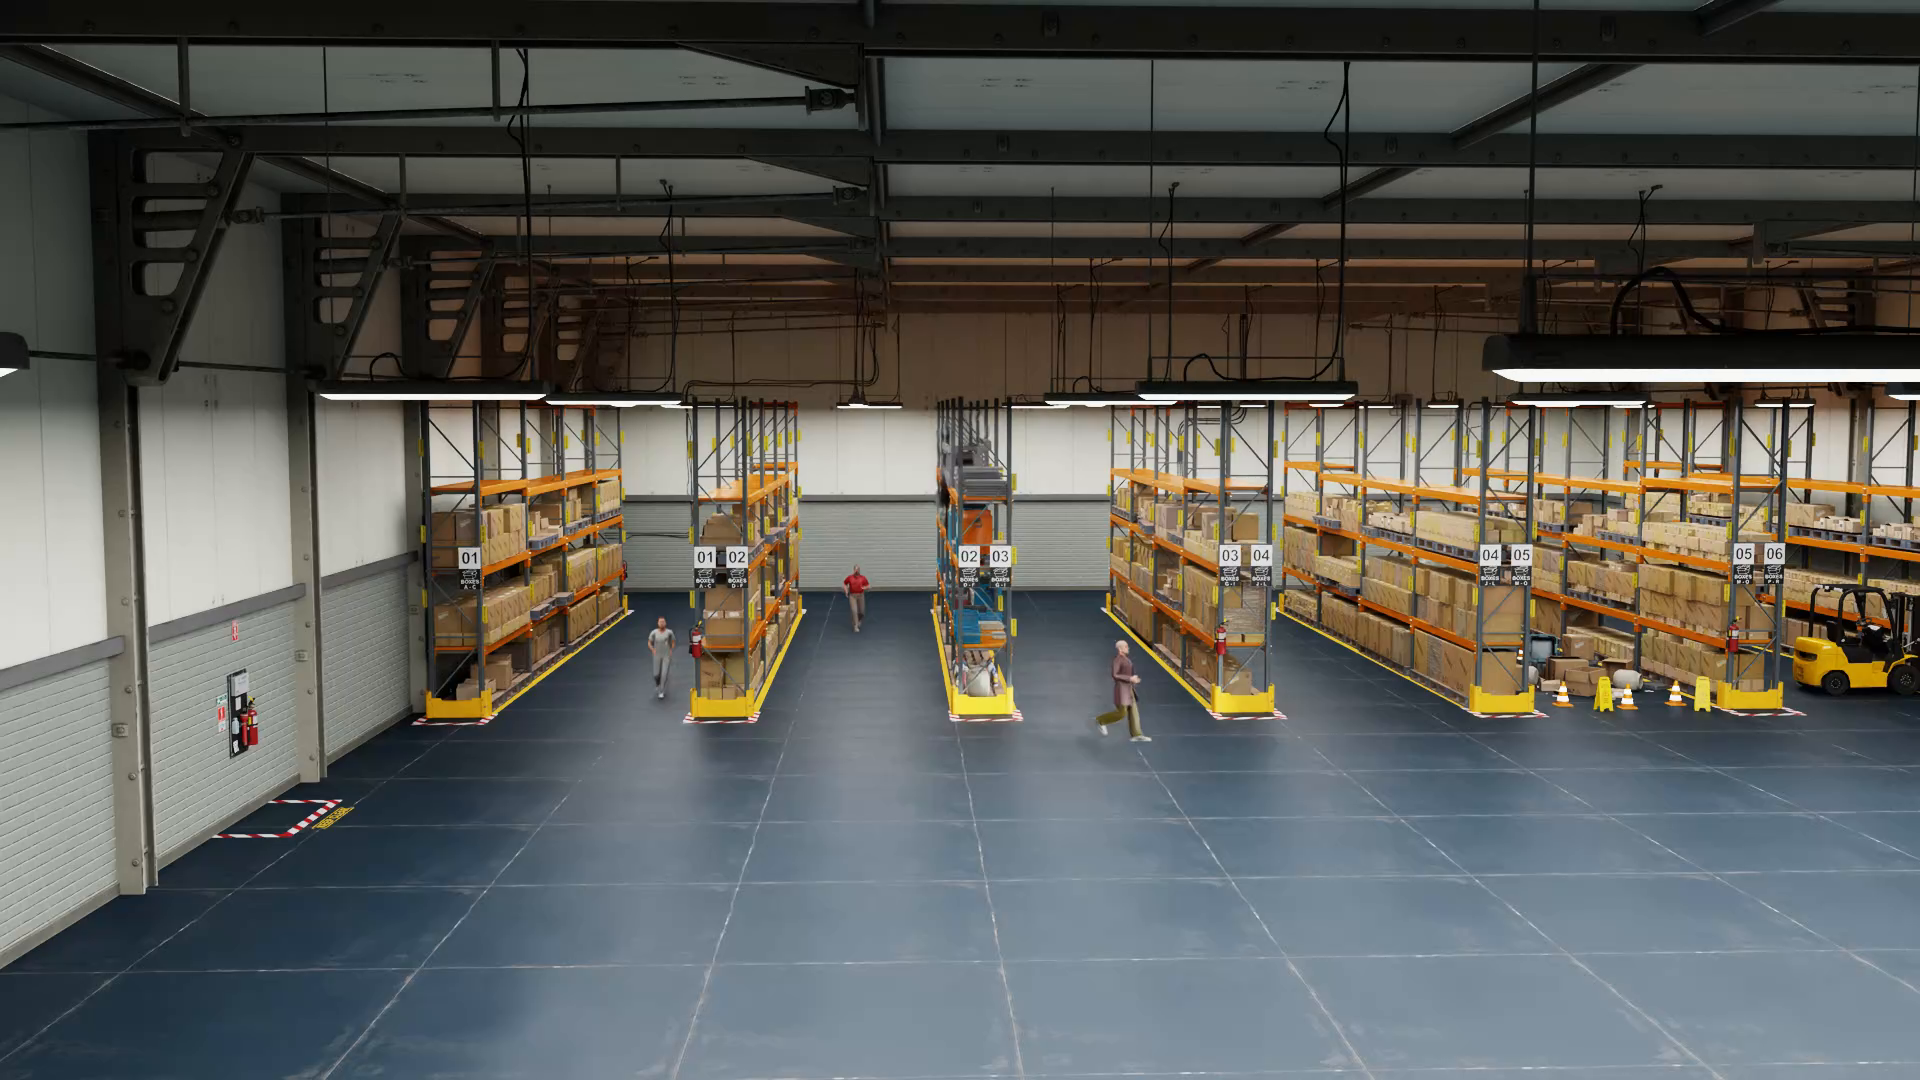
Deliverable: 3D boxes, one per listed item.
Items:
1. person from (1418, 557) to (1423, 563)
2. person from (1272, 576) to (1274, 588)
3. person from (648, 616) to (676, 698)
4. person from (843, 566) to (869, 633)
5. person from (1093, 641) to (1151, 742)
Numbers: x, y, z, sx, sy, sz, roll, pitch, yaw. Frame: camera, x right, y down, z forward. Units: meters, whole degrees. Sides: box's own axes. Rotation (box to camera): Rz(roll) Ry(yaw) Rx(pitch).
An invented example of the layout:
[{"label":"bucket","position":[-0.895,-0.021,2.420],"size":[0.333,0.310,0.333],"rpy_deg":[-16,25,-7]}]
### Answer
[{"label":"person","position":[13.616,1.099,49.305],"size":[0.593,1.657,0.587],"rpy_deg":[0,4,3]},{"label":"person","position":[8.114,1.439,44.689],"size":[0.668,1.716,0.758],"rpy_deg":[0,4,2]},{"label":"person","position":[-5.974,2.338,33.349],"size":[0.549,1.615,0.558],"rpy_deg":[-1,4,-11]},{"label":"person","position":[-2.685,1.518,43.271],"size":[0.672,1.699,0.932],"rpy_deg":[-1,5,-13]},{"label":"person","position":[2.816,2.608,28.723],"size":[1.031,1.756,0.712],"rpy_deg":[2,5,23]}]
